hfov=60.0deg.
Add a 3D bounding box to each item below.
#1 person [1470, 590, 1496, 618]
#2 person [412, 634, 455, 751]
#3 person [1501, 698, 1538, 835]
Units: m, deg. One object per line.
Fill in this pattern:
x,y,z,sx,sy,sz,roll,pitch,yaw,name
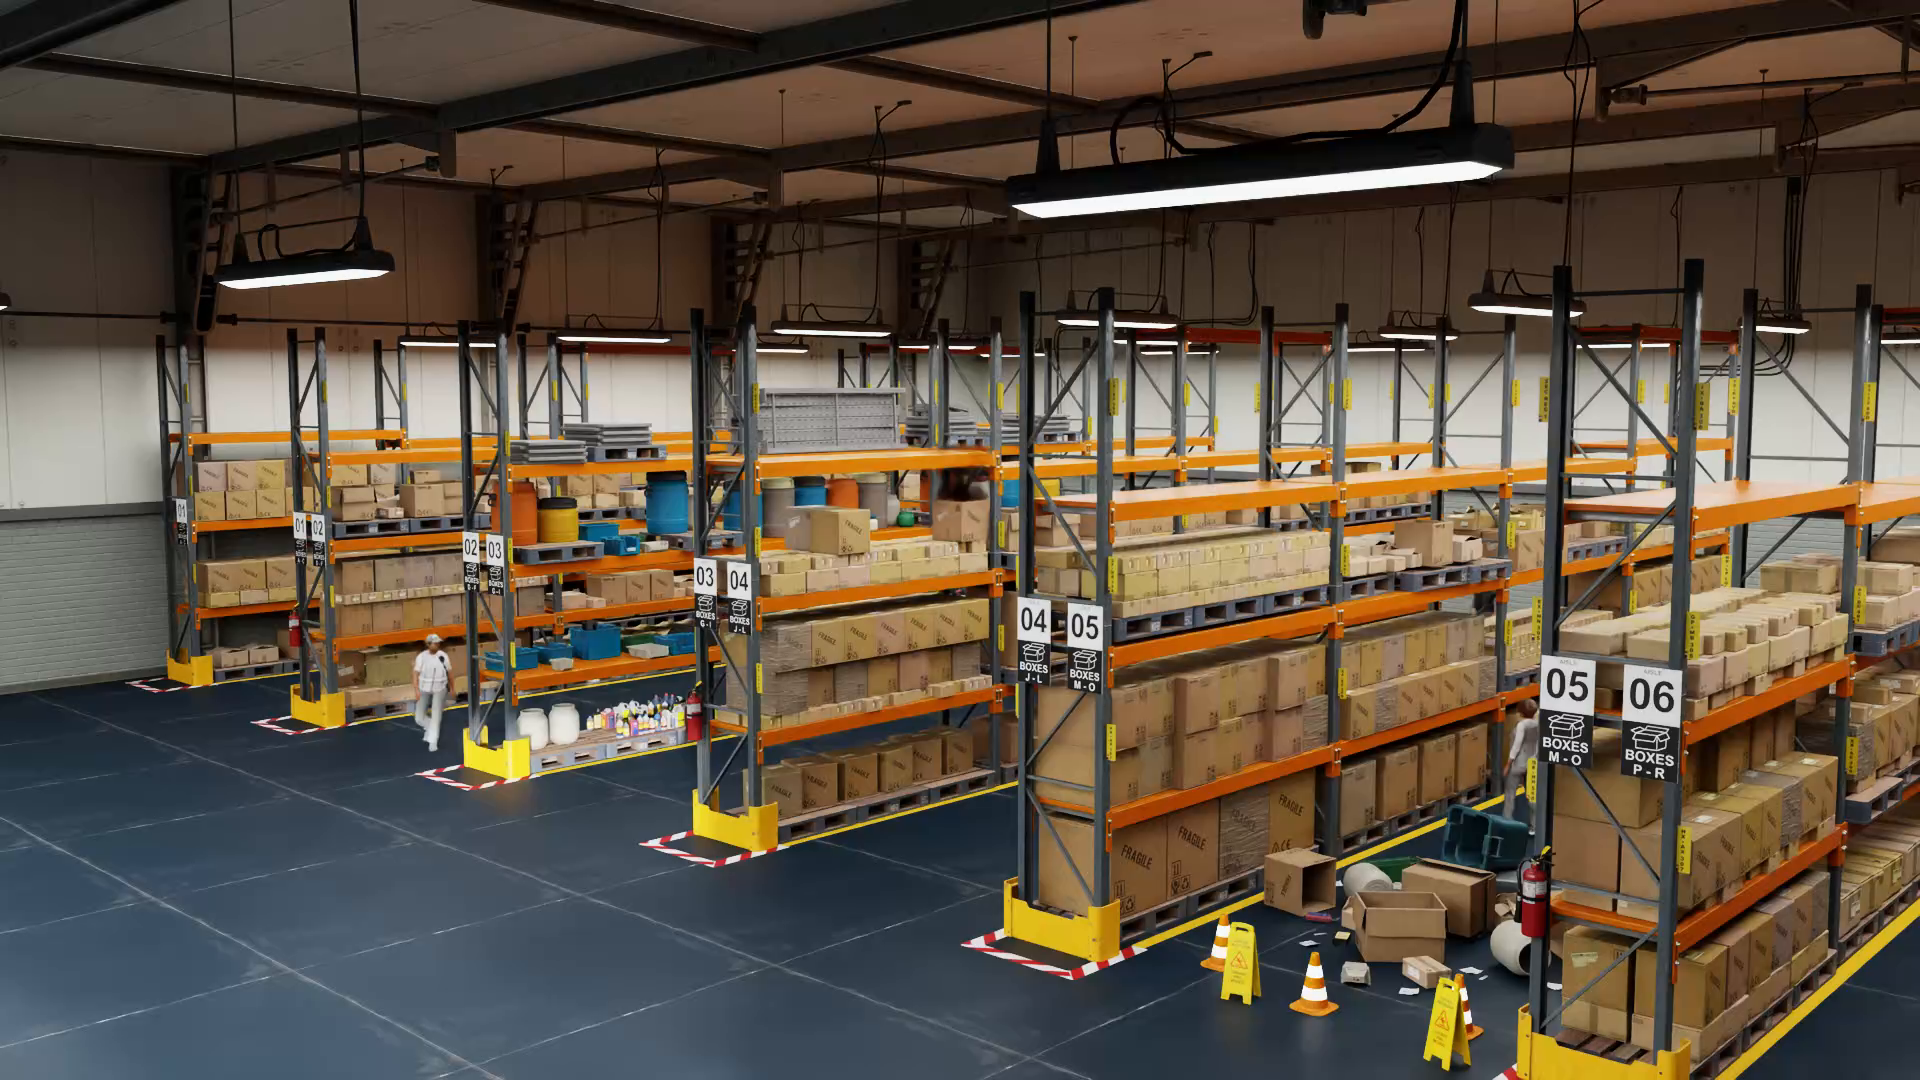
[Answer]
9.823,1.373,31.251,0.492,1.754,0.507,0,5,-1,person
-7.487,2.150,23.675,0.554,1.633,0.619,-1,5,-9,person
6.398,2.595,19.013,0.502,1.606,0.398,-2,6,-20,person
